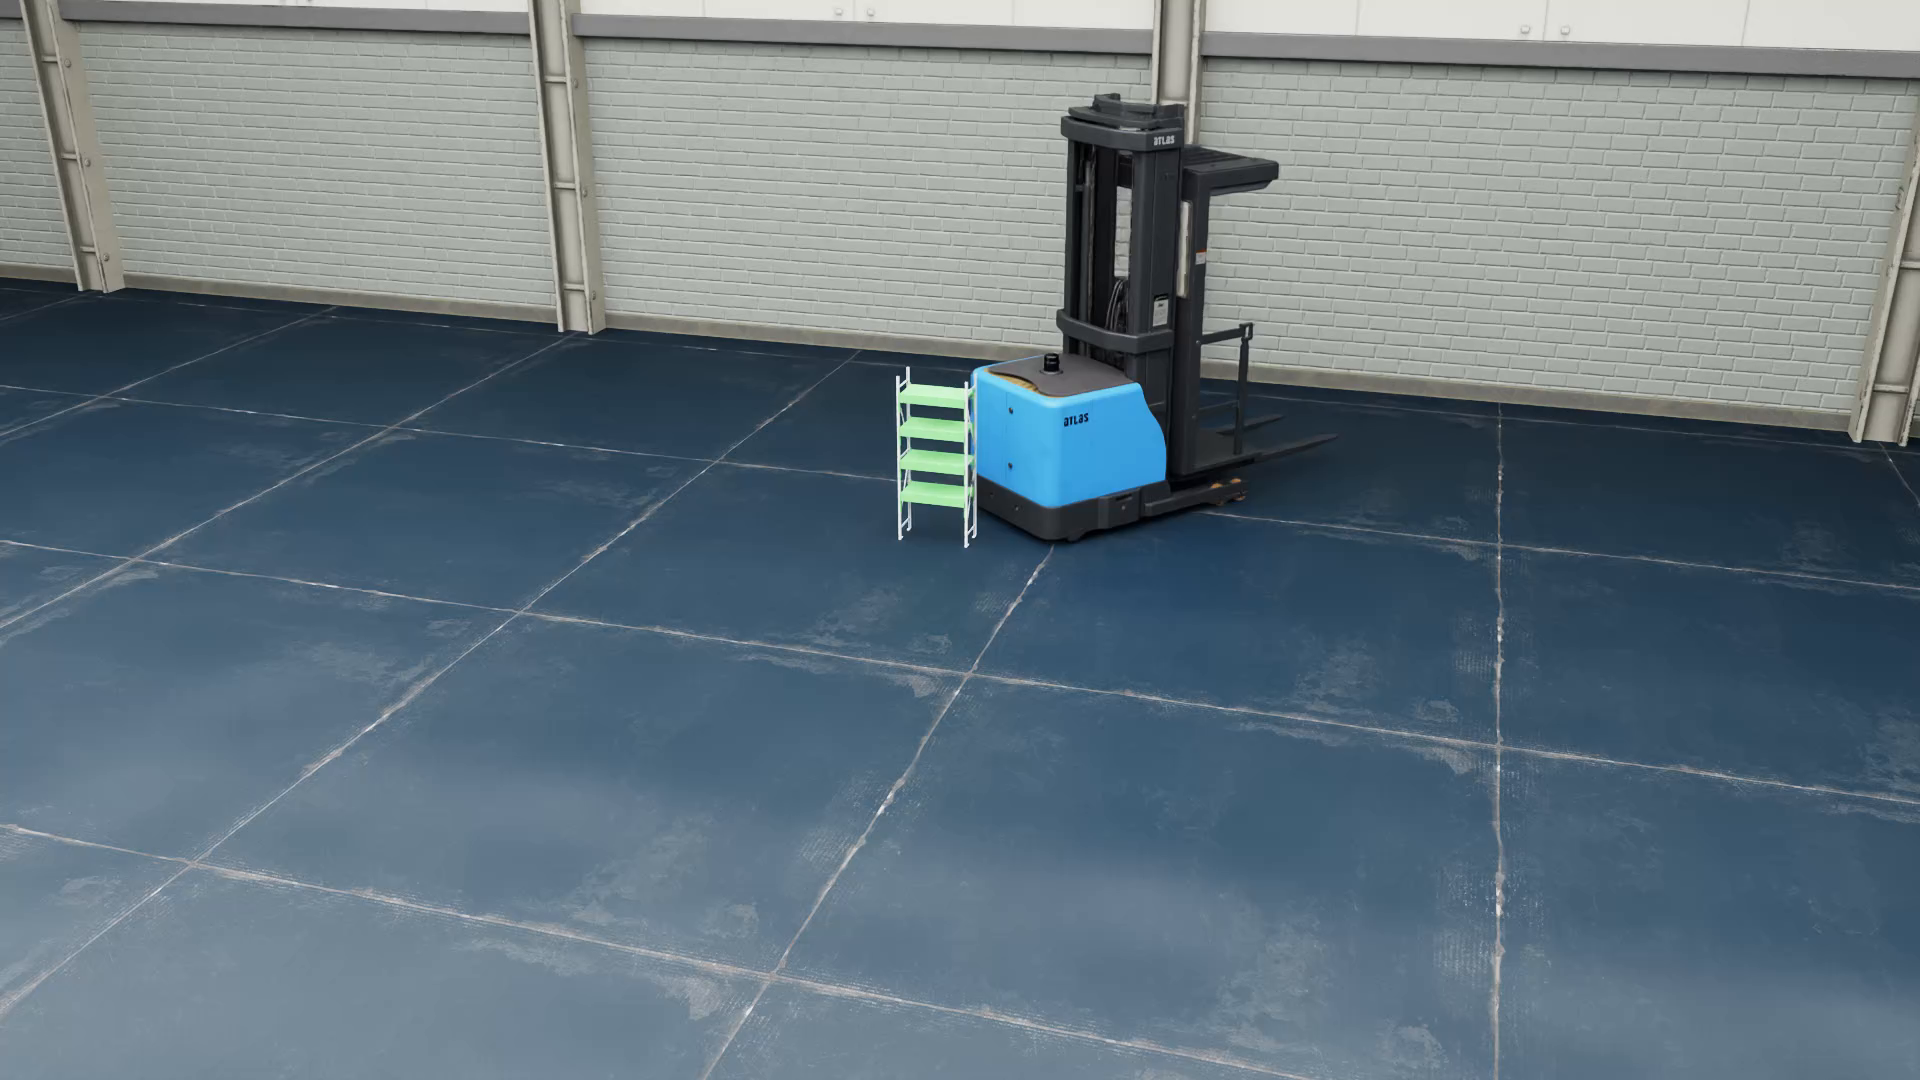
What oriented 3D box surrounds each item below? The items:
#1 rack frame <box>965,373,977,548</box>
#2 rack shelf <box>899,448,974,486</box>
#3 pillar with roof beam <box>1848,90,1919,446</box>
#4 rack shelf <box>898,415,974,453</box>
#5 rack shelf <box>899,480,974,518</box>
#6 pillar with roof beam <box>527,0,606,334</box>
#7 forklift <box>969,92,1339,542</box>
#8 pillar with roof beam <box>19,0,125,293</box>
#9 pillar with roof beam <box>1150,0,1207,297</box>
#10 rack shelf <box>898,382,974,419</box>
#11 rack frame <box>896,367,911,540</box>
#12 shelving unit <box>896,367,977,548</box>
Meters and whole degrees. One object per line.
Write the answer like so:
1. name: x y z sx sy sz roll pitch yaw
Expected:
1. rack frame: 0.075 -0.547 11.521 0.015 1.200 0.240 7 23 16
2. rack shelf: -0.158 -0.514 11.611 0.480 0.148 0.258 7 23 16
3. pillar with roof beam: 6.380 -3.445 8.310 0.400 9.000 9.100 7 23 16
4. rack shelf: -0.158 -0.736 11.520 0.480 0.148 0.258 7 23 16
5. rack shelf: -0.158 -0.292 11.702 0.480 0.148 0.258 7 23 16
6. pillar with roof beam: -5.108 -4.760 11.517 0.400 9.000 9.100 7 23 16
7. forklift: 1.571 -1.760 12.198 3.031 2.935 1.130 -14 26 -31
8. pillar with roof beam: -10.852 -5.418 13.121 0.400 9.000 9.100 7 23 16
9. pillar with roof beam: 0.636 -4.102 9.914 0.400 9.000 9.100 7 23 16
10. rack shelf: -0.158 -0.958 11.429 0.480 0.148 0.258 7 23 16
11. rack frame: -0.392 -0.600 11.652 0.015 1.200 0.240 7 23 16
12. shelving unit: -0.158 -0.573 11.587 0.503 1.200 0.258 7 23 16
